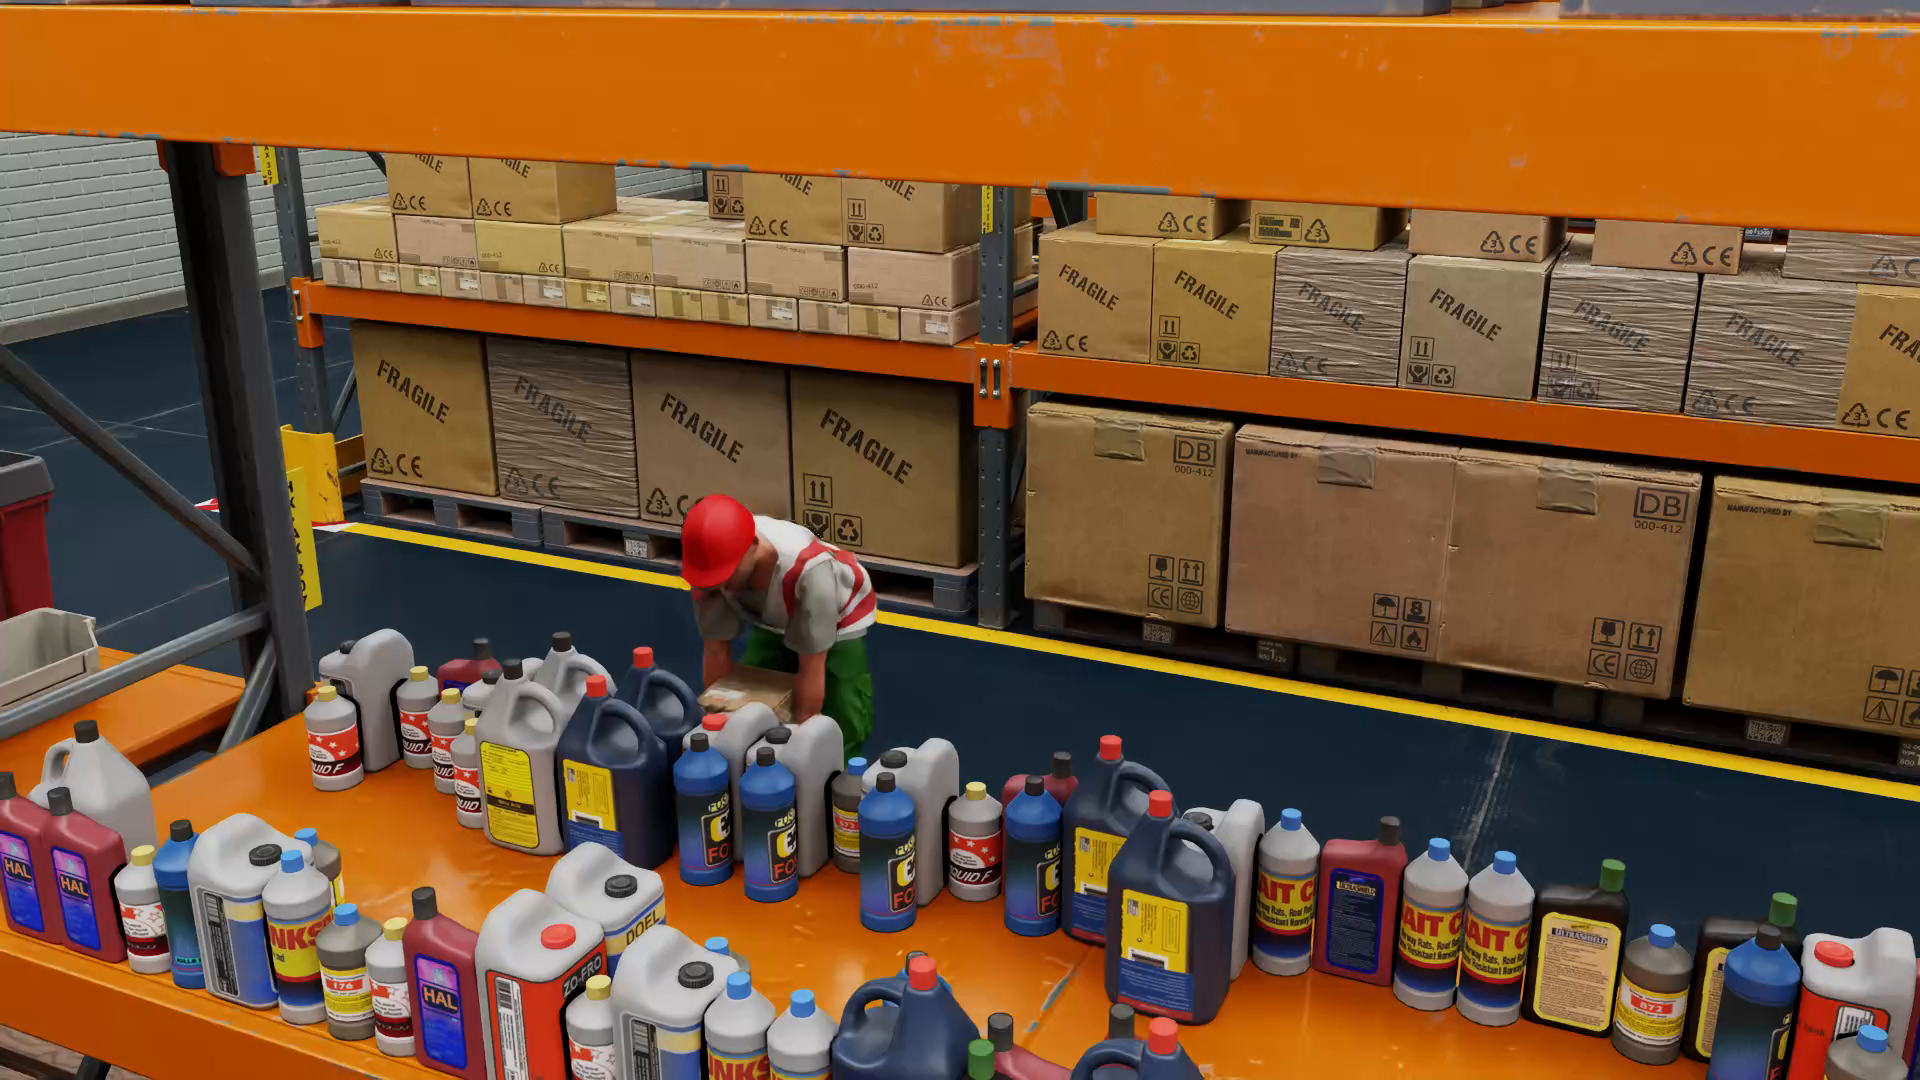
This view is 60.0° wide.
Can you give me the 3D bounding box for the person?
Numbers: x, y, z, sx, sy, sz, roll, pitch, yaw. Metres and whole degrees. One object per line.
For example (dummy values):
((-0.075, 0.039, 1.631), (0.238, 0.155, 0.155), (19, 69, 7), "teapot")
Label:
((-0.565, 0.485, 5.091), (0.484, 1.472, 0.858), (8, 20, 22), "person")
